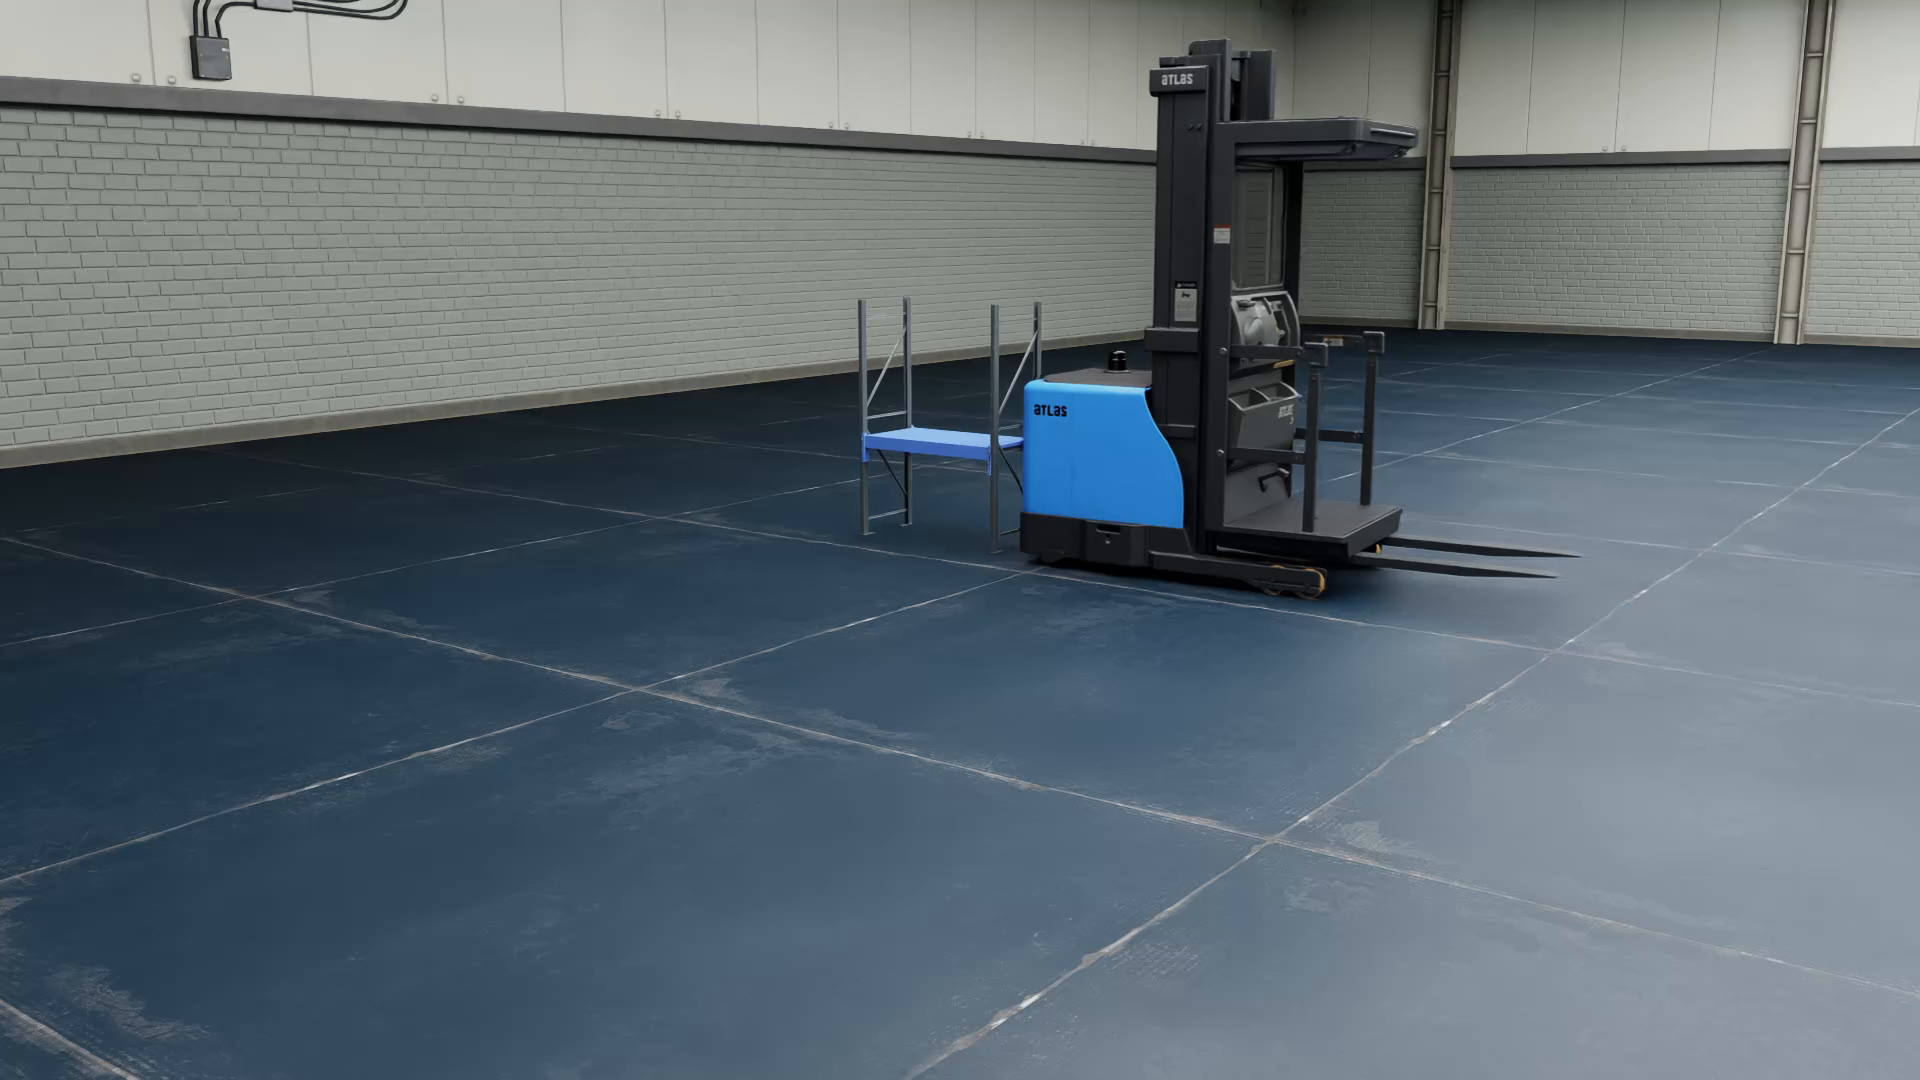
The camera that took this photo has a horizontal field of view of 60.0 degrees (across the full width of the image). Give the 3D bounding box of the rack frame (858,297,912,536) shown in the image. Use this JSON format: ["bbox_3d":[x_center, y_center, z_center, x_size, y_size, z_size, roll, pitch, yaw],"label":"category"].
[{"bbox_3d":[-0.478,-0.803,10.732,0.032,1.500,0.500,8,13,36],"label":"rack frame"}]

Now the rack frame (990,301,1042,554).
[{"bbox_3d":[0.341,-0.689,10.141,0.032,1.500,0.500,8,13,36],"label":"rack frame"}]

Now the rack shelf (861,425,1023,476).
[{"bbox_3d":[-0.069,-0.569,10.471,1.000,0.185,0.538,8,13,36],"label":"rack shelf"}]

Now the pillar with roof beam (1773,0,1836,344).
[{"bbox_3d":[10.960,-6.968,22.854,0.400,9.000,9.100,8,13,36],"label":"pillar with roof beam"}]

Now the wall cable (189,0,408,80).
[{"bbox_3d":[-5.933,-7.134,14.759,0.169,6.003,2.305,8,13,36],"label":"wall cable"}]

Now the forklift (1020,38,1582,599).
[{"bbox_3d":[1.884,-1.237,9.206,3.031,2.935,1.130,6,13,30],"label":"forklift"}]

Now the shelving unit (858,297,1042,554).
[{"bbox_3d":[-0.069,-0.746,10.437,1.048,1.500,0.538,8,13,36],"label":"shelving unit"}]

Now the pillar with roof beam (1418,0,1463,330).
[{"bbox_3d":[6.124,-7.642,26.341,0.400,9.000,9.100,8,13,36],"label":"pillar with roof beam"}]
